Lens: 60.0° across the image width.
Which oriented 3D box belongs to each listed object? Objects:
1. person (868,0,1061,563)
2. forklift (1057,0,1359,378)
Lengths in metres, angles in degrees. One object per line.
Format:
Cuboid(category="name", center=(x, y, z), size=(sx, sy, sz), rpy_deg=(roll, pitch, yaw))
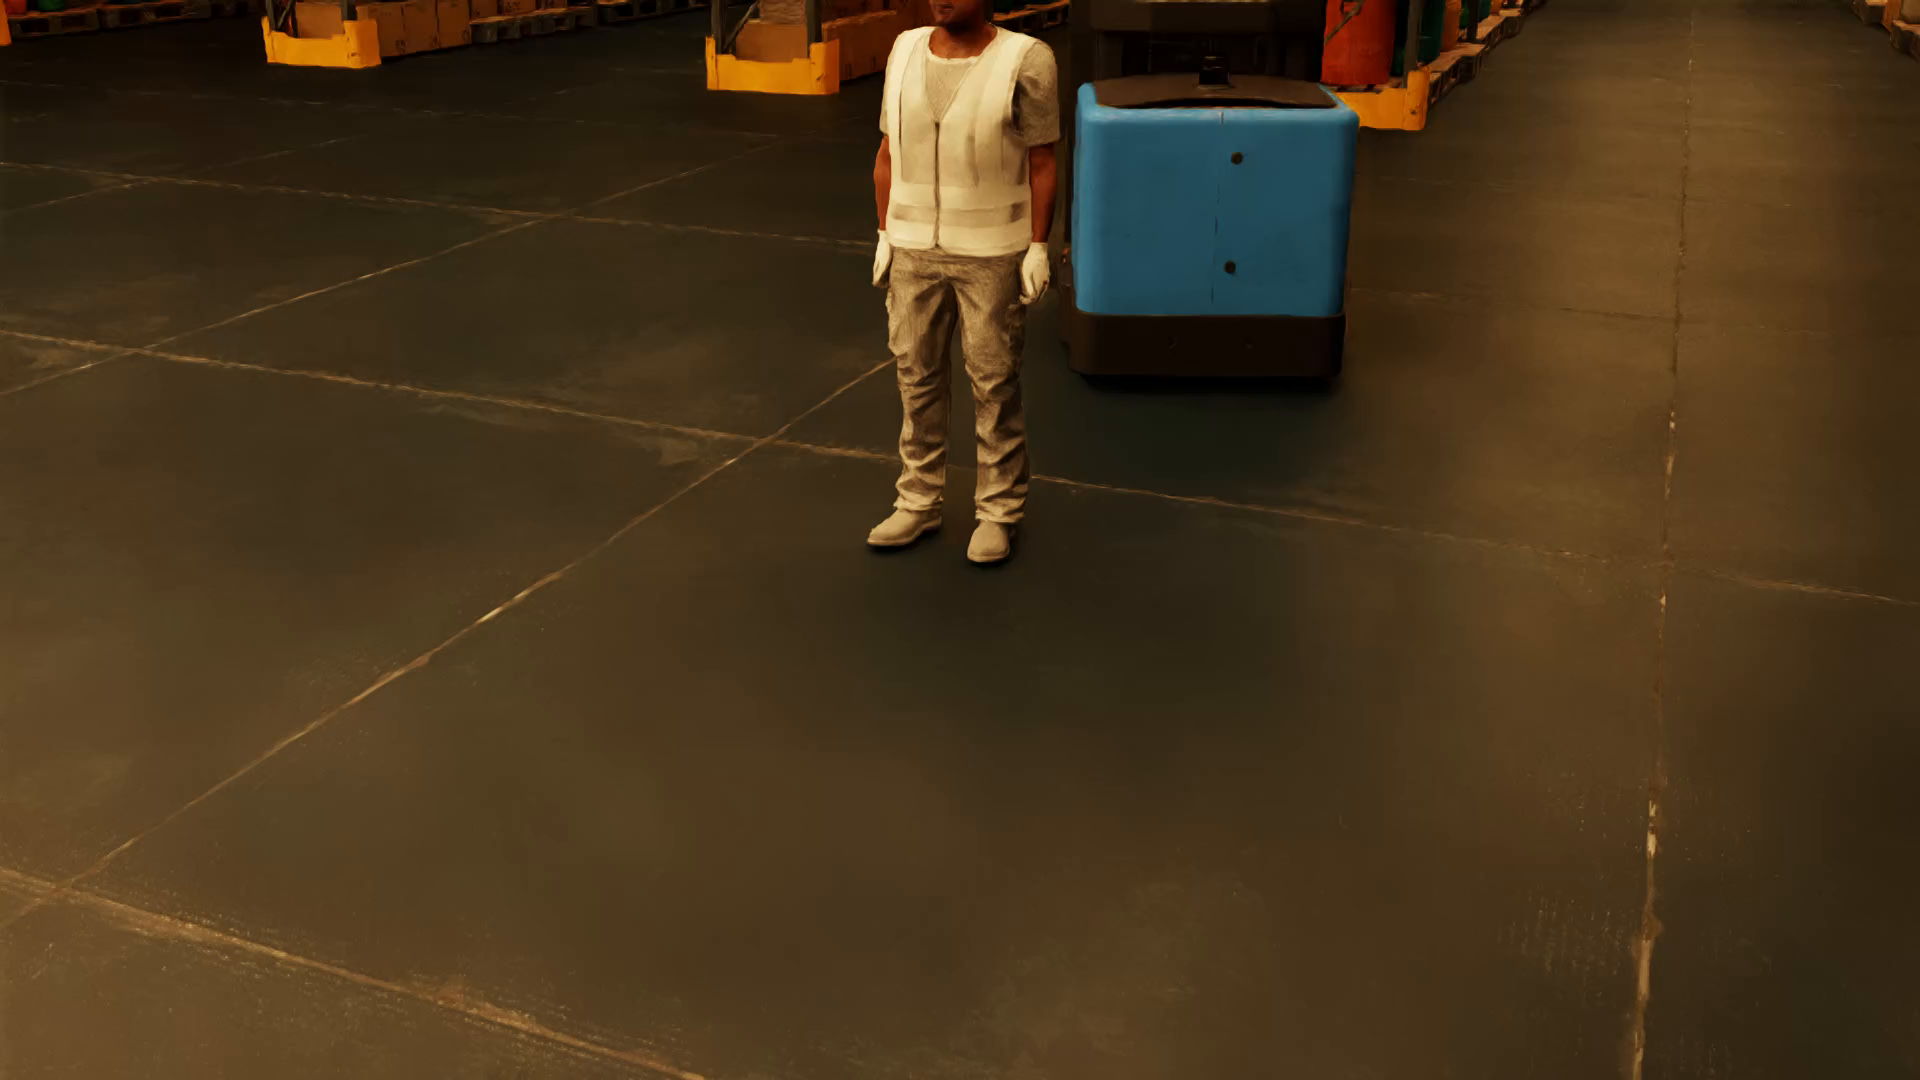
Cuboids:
Cuboid(category="person", center=(-0.004, -0.819, 4.737), size=(0.546, 1.790, 0.365), rpy_deg=(9, 24, 21))
Cuboid(category="forklift", center=(1.020, -2.501, 7.275), size=(1.130, 2.935, 3.031), rpy_deg=(1, 23, 2))
